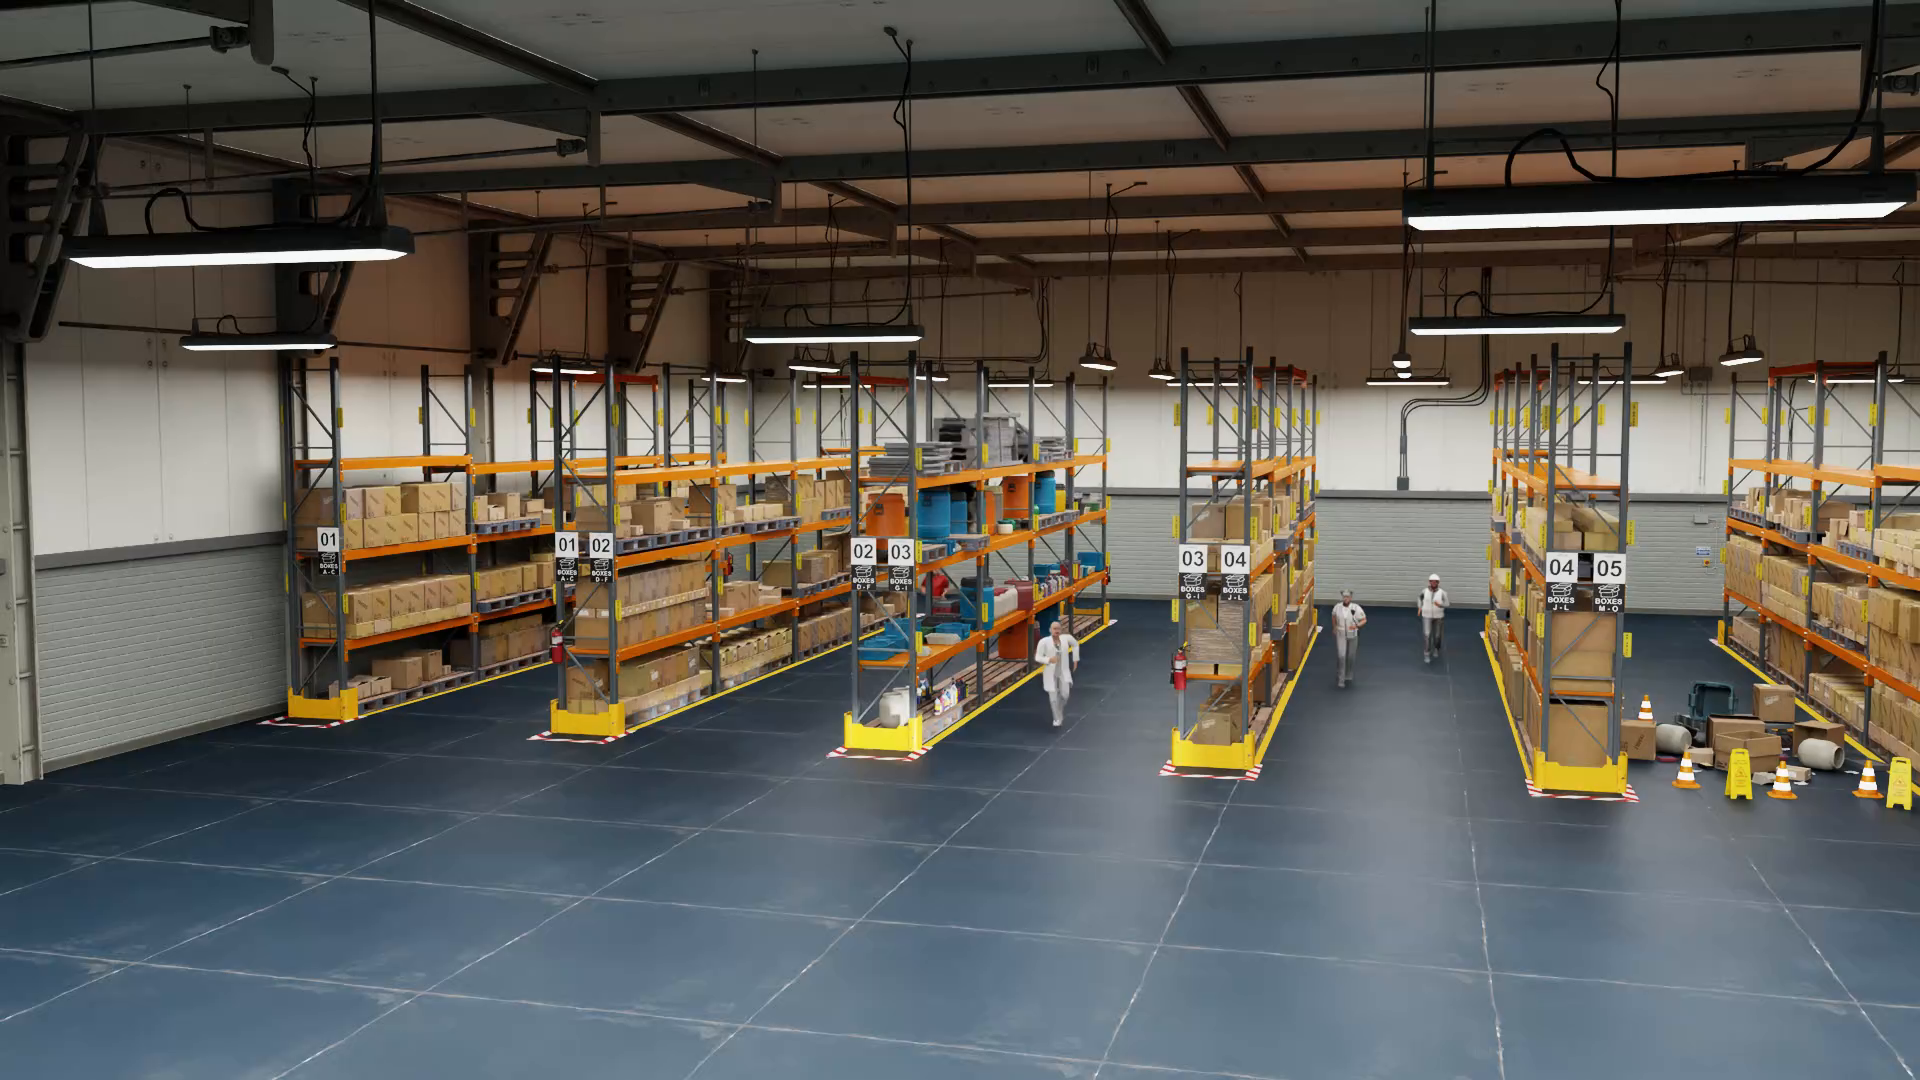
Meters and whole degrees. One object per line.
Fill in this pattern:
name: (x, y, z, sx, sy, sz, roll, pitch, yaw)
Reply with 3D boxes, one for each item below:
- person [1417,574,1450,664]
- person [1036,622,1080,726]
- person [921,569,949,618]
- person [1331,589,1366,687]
person: (9.685, 1.591, 34.046, 0.644, 1.785, 0.904, 1, 4, 17)
person: (1.583, 2.165, 26.696, 0.759, 1.727, 0.794, 0, 4, -6)
person: (-0.569, 1.393, 37.716, 0.641, 1.677, 0.596, 0, 4, 2)
person: (7.297, 1.826, 31.243, 0.653, 1.842, 0.830, 1, 4, 16)
